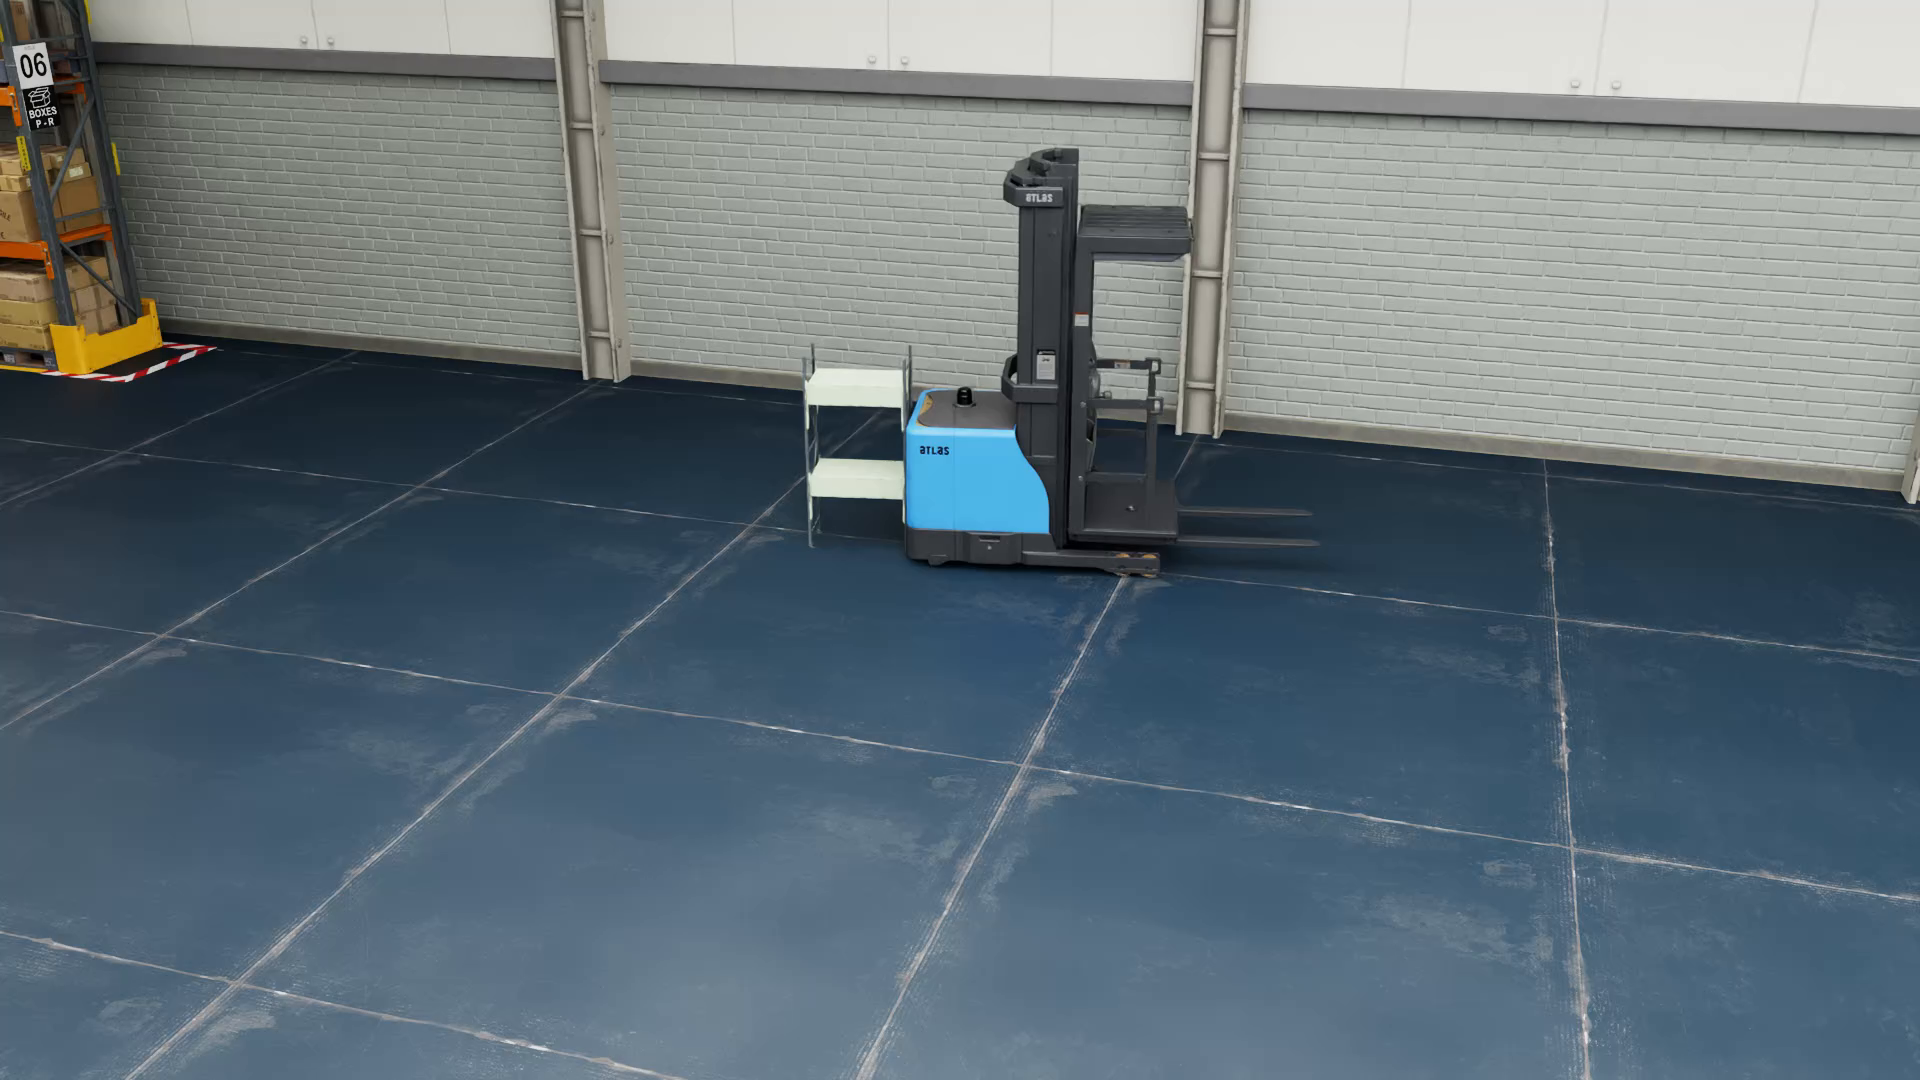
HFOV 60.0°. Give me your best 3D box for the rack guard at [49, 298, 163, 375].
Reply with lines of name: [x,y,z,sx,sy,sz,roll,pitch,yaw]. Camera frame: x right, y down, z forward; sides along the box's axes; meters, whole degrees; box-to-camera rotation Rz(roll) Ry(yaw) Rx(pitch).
rack guard: [-8.871,-2.133,17.311,0.348,0.500,1.175,7,23,16]

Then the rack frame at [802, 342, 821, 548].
rack frame: [-1.116,-0.706,12.515,0.023,1.500,0.400,2,22,5]

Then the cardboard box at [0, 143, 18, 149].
cardboard box: [-9.884,-3.988,17.161,0.250,0.149,0.380,7,23,16]

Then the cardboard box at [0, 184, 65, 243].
cardboard box: [-9.441,-3.297,16.723,0.500,0.500,0.500,6,23,14]

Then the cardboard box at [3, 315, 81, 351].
cardboard box: [-9.435,-2.151,17.131,0.500,0.250,0.500,7,23,16]

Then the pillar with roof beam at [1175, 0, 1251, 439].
pillar with roof beam: [0.944,-3.592,9.669,0.400,9.000,9.100,7,23,16]

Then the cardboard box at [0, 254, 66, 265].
cardboard box: [-9.779,-2.852,17.522,0.500,0.250,0.500,7,23,16]

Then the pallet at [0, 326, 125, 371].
pallet: [-9.638,-2.071,17.540,1.213,0.211,1.003,7,23,16]

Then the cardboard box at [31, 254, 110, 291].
cardboard box: [-9.300,-2.798,17.392,0.500,0.250,0.500,6,23,15]

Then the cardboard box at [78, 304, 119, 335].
cardboard box: [-9.308,-2.339,17.590,0.500,0.250,0.500,7,23,16]

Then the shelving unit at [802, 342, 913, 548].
shelving unit: [-0.752,-0.693,12.482,0.755,1.500,0.431,2,22,5]

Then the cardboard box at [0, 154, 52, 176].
cardboard box: [-9.298,-3.739,16.554,0.250,0.149,0.380,7,23,16]

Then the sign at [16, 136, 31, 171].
sign: [-9.064,-3.742,16.102,0.005,0.325,0.100,7,23,16]

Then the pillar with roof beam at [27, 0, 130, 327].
pillar with roof beam: [-10.544,-4.907,12.876,0.400,9.000,9.100,7,23,16]

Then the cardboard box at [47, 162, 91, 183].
cardboard box: [-9.144,-3.770,17.022,0.250,0.149,0.380,6,23,14]

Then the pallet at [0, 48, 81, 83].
pallet: [-9.564,-4.726,16.503,1.213,0.211,1.003,7,23,16]

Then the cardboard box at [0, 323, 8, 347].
cardboard box: [-9.909,-2.209,17.272,0.500,0.250,0.500,7,23,15]

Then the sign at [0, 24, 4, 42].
sign: [-9.064,-4.857,15.644,0.005,0.325,0.100,7,23,16]

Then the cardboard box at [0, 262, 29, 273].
cardboard box: [-9.916,-2.668,17.074,0.500,0.250,0.500,7,23,16]

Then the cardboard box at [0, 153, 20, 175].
cardboard box: [-9.543,-3.754,16.592,0.250,0.149,0.380,7,23,16]

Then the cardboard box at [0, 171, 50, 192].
cardboard box: [-9.307,-3.575,16.546,0.250,0.149,0.380,7,23,16]

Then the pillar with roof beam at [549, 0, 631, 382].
pillar with roof beam: [-4.800,-4.250,11.272,0.400,9.000,9.100,7,23,16]

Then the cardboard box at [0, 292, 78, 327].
cardboard box: [-9.451,-2.385,17.044,0.500,0.250,0.500,6,23,15]

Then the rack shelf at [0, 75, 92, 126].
rack shelf: [-10.809,-4.566,16.945,4.000,0.370,1.077,7,23,16]

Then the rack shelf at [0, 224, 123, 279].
rack shelf: [-10.809,-3.178,17.514,4.000,0.370,1.077,7,23,16]

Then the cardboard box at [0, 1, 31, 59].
cardboard box: [-9.388,-4.927,16.059,0.500,0.500,0.500,7,23,17]

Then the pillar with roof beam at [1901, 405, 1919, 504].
pillar with roof beam: [6.689,-2.934,8.065,0.400,9.000,9.100,7,23,16]

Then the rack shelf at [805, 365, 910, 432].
rack shelf: [-0.752,-1.054,12.334,0.720,0.370,0.431,2,22,5]

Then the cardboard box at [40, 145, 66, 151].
cardboard box: [-9.391,-3.942,17.050,0.250,0.149,0.380,7,23,17]

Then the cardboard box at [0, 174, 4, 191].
cardboard box: [-9.560,-3.592,16.588,0.250,0.149,0.380,7,23,16]

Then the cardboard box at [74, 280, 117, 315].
cardboard box: [-9.284,-2.573,17.500,0.500,0.250,0.500,7,23,16]

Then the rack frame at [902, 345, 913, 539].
rack frame: [-0.387,-0.679,12.449,0.023,1.500,0.400,2,22,5]

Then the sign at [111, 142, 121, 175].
sign: [-8.728,-3.930,17.154,0.005,0.325,0.100,7,23,16]

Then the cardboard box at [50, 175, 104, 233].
cardboard box: [-9.288,-3.494,17.203,0.500,0.500,0.500,7,23,17]

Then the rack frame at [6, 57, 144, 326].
rack frame: [-8.894,-3.292,16.843,0.127,3.000,1.000,7,23,16]

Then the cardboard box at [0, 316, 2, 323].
cardboard box: [-9.928,-2.444,17.187,0.500,0.250,0.500,6,23,15]

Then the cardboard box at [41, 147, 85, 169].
cardboard box: [-9.154,-3.890,16.924,0.250,0.149,0.380,6,23,14]

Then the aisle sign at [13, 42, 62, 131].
aisle sign: [-8.916,-4.381,16.072,0.004,0.787,0.394,7,23,16]

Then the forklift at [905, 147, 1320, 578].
forklift: [1.145,-1.294,12.062,3.031,2.935,1.130,2,22,5]

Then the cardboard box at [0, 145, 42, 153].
cardboard box: [-9.652,-3.955,17.081,0.250,0.149,0.380,7,23,17]

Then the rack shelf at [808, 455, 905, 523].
rack shelf: [-0.752,-0.391,12.606,0.720,0.370,0.431,2,22,5]

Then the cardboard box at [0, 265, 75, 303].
cardboard box: [-9.425,-2.614,16.942,0.500,0.250,0.500,7,23,17]

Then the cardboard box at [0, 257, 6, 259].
cardboard box: [-10.255,-2.910,17.665,0.500,0.250,0.500,6,23,15]

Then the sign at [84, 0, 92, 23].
sign: [-8.728,-5.322,16.583,0.005,0.325,0.100,7,23,16]

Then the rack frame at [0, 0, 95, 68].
rack frame: [-8.894,-6.068,15.705,0.127,3.000,1.000,7,23,16]
